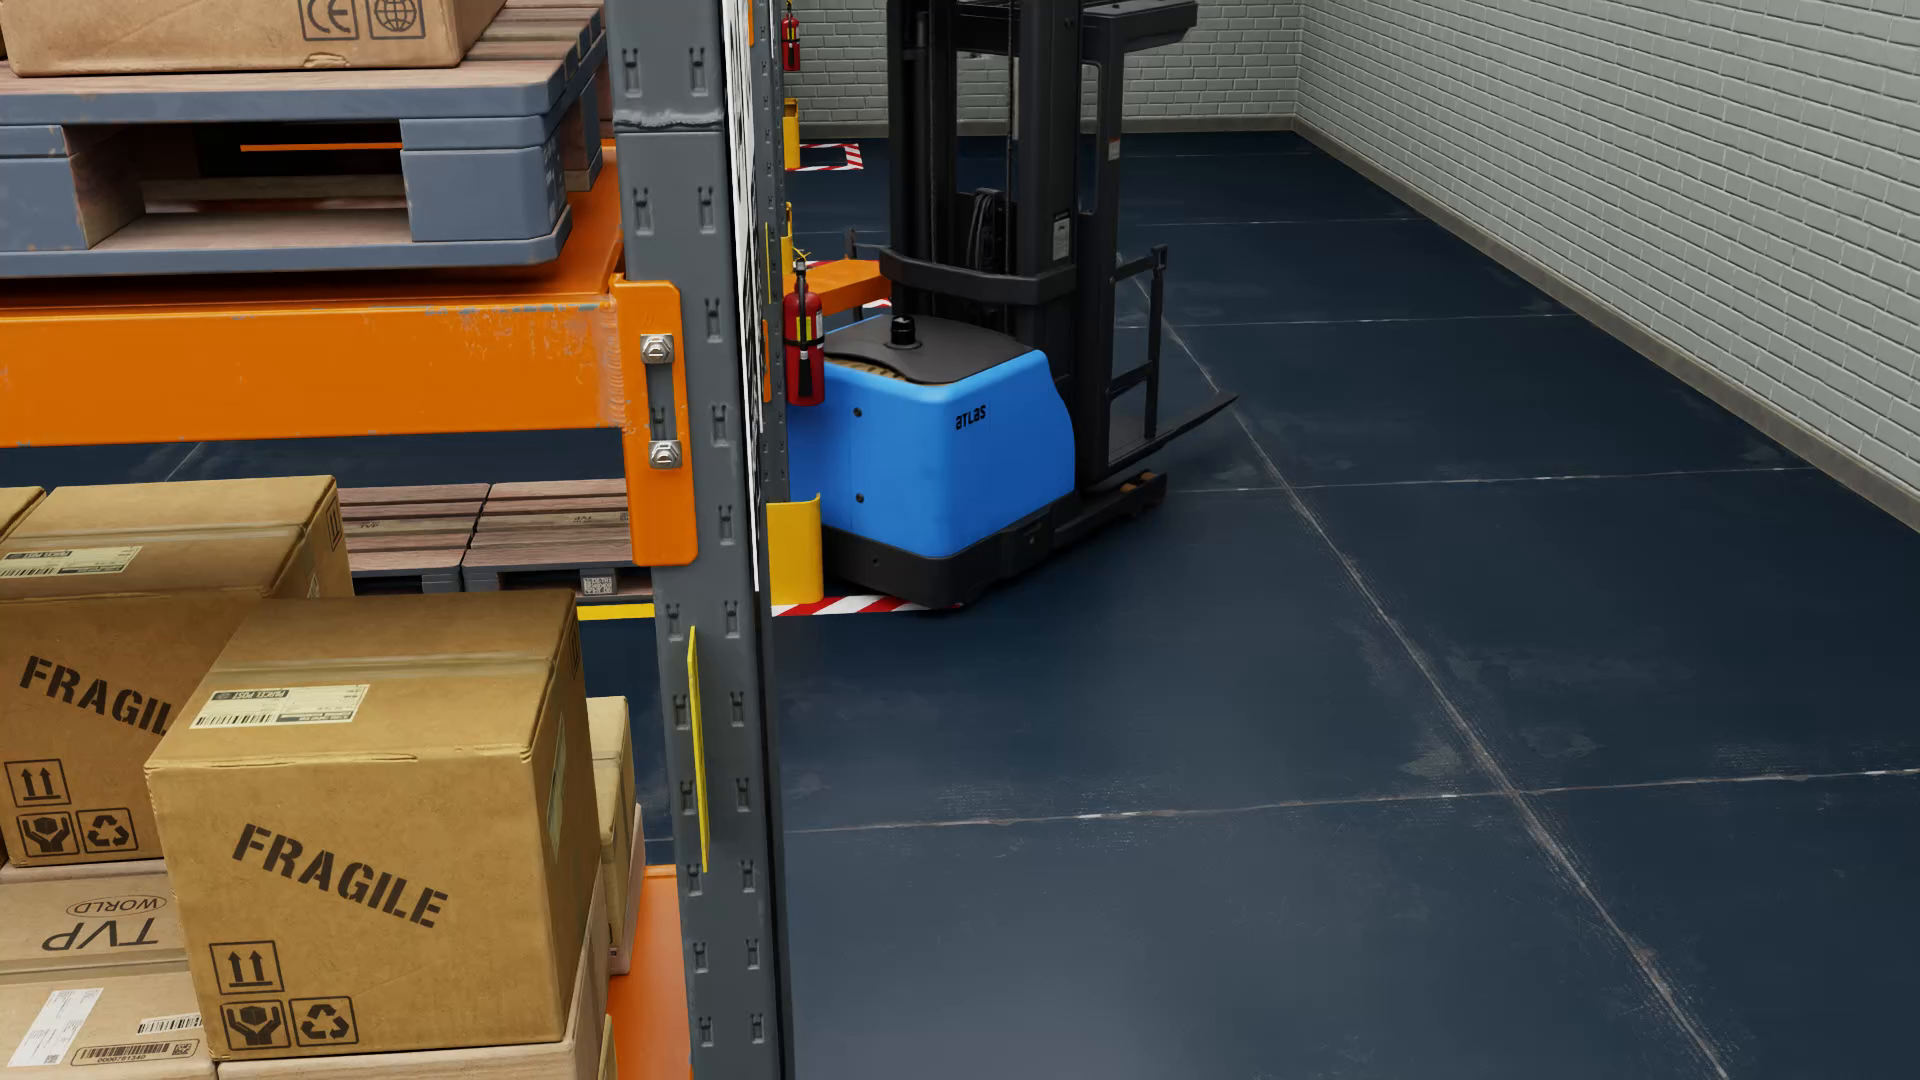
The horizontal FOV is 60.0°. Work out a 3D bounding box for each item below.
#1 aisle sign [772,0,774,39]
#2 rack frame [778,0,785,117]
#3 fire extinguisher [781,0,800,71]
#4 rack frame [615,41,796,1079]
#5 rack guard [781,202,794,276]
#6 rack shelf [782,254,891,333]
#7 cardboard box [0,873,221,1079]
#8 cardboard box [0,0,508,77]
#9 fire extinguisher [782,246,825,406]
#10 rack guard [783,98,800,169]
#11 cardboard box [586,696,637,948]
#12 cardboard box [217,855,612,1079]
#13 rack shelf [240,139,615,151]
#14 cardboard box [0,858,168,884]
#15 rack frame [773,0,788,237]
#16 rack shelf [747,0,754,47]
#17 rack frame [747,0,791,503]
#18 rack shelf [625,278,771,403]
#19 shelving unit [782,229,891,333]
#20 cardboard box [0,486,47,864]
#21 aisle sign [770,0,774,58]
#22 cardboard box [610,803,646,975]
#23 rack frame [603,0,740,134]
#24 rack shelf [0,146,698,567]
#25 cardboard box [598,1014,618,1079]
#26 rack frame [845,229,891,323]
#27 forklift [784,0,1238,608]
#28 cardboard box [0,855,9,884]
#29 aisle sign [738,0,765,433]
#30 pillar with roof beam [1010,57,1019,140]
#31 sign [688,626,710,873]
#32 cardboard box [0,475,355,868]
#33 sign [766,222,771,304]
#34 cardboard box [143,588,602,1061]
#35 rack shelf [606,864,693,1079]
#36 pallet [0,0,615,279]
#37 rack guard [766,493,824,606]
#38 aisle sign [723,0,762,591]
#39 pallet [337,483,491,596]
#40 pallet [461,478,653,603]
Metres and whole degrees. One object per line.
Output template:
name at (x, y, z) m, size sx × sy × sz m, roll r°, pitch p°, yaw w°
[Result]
aisle sign at (-0.831, -2.616, 7.242) m, size 0.004 × 0.787 × 0.394 m, roll -2°, pitch 24°, yaw -5°
rack frame at (-1.847, -5.309, 16.502) m, size 0.127 × 3.000 × 1.000 m, roll -2°, pitch 24°, yaw -5°
fire extinguisher at (-1.651, -4.923, 16.188) m, size 0.183 × 0.674 × 0.296 m, roll -2°, pitch 24°, yaw -5°
rack frame at (-0.386, 0.697, 2.989) m, size 0.127 × 3.000 × 1.000 m, roll -2°, pitch 24°, yaw -5°
rack guard at (-1.432, -2.162, 12.499) m, size 0.348 × 0.500 × 1.175 m, roll -2°, pitch 24°, yaw -5°
rack shelf at (-0.719, -1.202, 8.449) m, size 0.538 × 0.278 × 1.000 m, roll 13°, pitch 26°, yaw 38°
cardboard box at (-1.347, 0.776, 2.629) m, size 0.500 × 0.250 × 0.500 m, roll -3°, pitch 24°, yaw -6°
cardboard box at (-0.898, -0.915, 2.158) m, size 0.500 × 0.500 × 0.700 m, roll -4°, pitch 24°, yaw -8°
fire extinguisher at (-0.678, -0.922, 7.185) m, size 0.183 × 0.674 × 0.296 m, roll -2°, pitch 24°, yaw -5°
rack guard at (-1.823, -4.168, 17.012) m, size 0.348 × 0.500 × 1.175 m, roll -2°, pitch 24°, yaw -5°
cardboard box at (-0.890, 0.540, 3.161) m, size 0.500 × 0.250 × 0.500 m, roll -3°, pitch 24°, yaw -7°
cardboard box at (-0.842, 0.756, 2.674) m, size 0.500 × 0.250 × 0.500 m, roll -3°, pitch 24°, yaw -6°
rack shelf at (-3.346, -2.899, 11.964) m, size 4.000 × 0.370 × 1.077 m, roll -2°, pitch 24°, yaw -5°
cardboard box at (-1.407, 0.563, 3.109) m, size 0.500 × 0.250 × 0.500 m, roll -3°, pitch 24°, yaw -6°
rack frame at (-1.356, -3.307, 11.998) m, size 0.127 × 3.000 × 1.000 m, roll -2°, pitch 24°, yaw -5°
rack shelf at (-2.863, -2.267, 6.850) m, size 4.000 × 0.370 × 1.077 m, roll -2°, pitch 24°, yaw -5°
rack frame at (-0.873, -1.305, 7.493) m, size 0.127 × 3.000 × 1.000 m, roll -2°, pitch 24°, yaw -5°
rack shelf at (-2.863, -0.896, 7.460) m, size 4.000 × 0.370 × 1.077 m, roll -2°, pitch 24°, yaw -5°
shelving unit at (-0.698, -0.929, 8.551) m, size 0.538 × 1.125 × 1.048 m, roll 13°, pitch 26°, yaw 38°
cardboard box at (-1.903, 0.240, 2.912) m, size 0.500 × 0.500 × 0.500 m, roll -3°, pitch 24°, yaw -7°
aisle sign at (-0.773, -2.377, 6.705) m, size 0.004 × 0.787 × 0.394 m, roll -2°, pitch 24°, yaw -5°
cardboard box at (-0.772, 0.693, 3.308) m, size 0.250 × 0.149 × 0.380 m, roll -2°, pitch 24°, yaw -5°
rack frame at (-0.386, -2.044, 1.770) m, size 0.127 × 3.000 × 1.000 m, roll -2°, pitch 24°, yaw -5°
rack shelf at (-2.376, -0.265, 2.346) m, size 4.000 × 0.370 × 1.077 m, roll -2°, pitch 24°, yaw -5°
cardboard box at (-0.708, 0.959, 2.709) m, size 0.250 × 0.149 × 0.380 m, roll -2°, pitch 24°, yaw -4°
rack frame at (-0.373, -1.086, 8.908) m, size 0.500 × 1.125 × 0.032 m, roll 13°, pitch 26°, yaw 38°
forklift at (0.422, -1.571, 8.175) m, size 1.130 × 2.935 × 3.031 m, roll 17°, pitch 29°, yaw 34°
cardboard box at (-1.907, 0.582, 3.067) m, size 0.500 × 0.250 × 0.500 m, roll -3°, pitch 24°, yaw -7°
aisle sign at (-0.344, -0.615, 2.740) m, size 0.004 × 0.787 × 0.394 m, roll -2°, pitch 24°, yaw -5°
pillar with roof beam at (1.178, -6.768, 12.398) m, size 0.400 × 9.000 × 9.100 m, roll -2°, pitch 24°, yaw -5°
sign at (-0.347, 0.279, 2.211) m, size 0.005 × 0.325 × 0.100 m, roll -2°, pitch 24°, yaw -5°
cardboard box at (-1.388, 0.217, 2.964) m, size 0.500 × 0.500 × 0.500 m, roll -3°, pitch 24°, yaw -6°
sign at (-0.803, -1.158, 6.961) m, size 0.005 × 0.325 × 0.100 m, roll -2°, pitch 24°, yaw -5°
cardboard box at (-0.845, 0.413, 2.524) m, size 0.500 × 0.500 × 0.500 m, roll -2°, pitch 24°, yaw -4°
rack shelf at (-2.376, 1.105, 2.955) m, size 4.000 × 0.370 × 1.077 m, roll -2°, pitch 24°, yaw -5°
pallet at (-1.123, -0.599, 2.322) m, size 1.213 × 0.211 × 1.003 m, roll -2°, pitch 24°, yaw -5°
rack guard at (-0.850, -0.169, 8.015) m, size 0.348 × 0.500 × 1.175 m, roll -2°, pitch 24°, yaw -5°
aisle sign at (-0.285, -0.373, 2.195) m, size 0.004 × 0.787 × 0.394 m, roll -2°, pitch 24°, yaw -5°
pallet at (-2.909, 0.034, 7.914) m, size 1.213 × 0.211 × 1.003 m, roll -2°, pitch 24°, yaw -5°
pallet at (-1.697, -0.014, 8.021) m, size 1.213 × 0.211 × 1.003 m, roll -2°, pitch 24°, yaw -5°
